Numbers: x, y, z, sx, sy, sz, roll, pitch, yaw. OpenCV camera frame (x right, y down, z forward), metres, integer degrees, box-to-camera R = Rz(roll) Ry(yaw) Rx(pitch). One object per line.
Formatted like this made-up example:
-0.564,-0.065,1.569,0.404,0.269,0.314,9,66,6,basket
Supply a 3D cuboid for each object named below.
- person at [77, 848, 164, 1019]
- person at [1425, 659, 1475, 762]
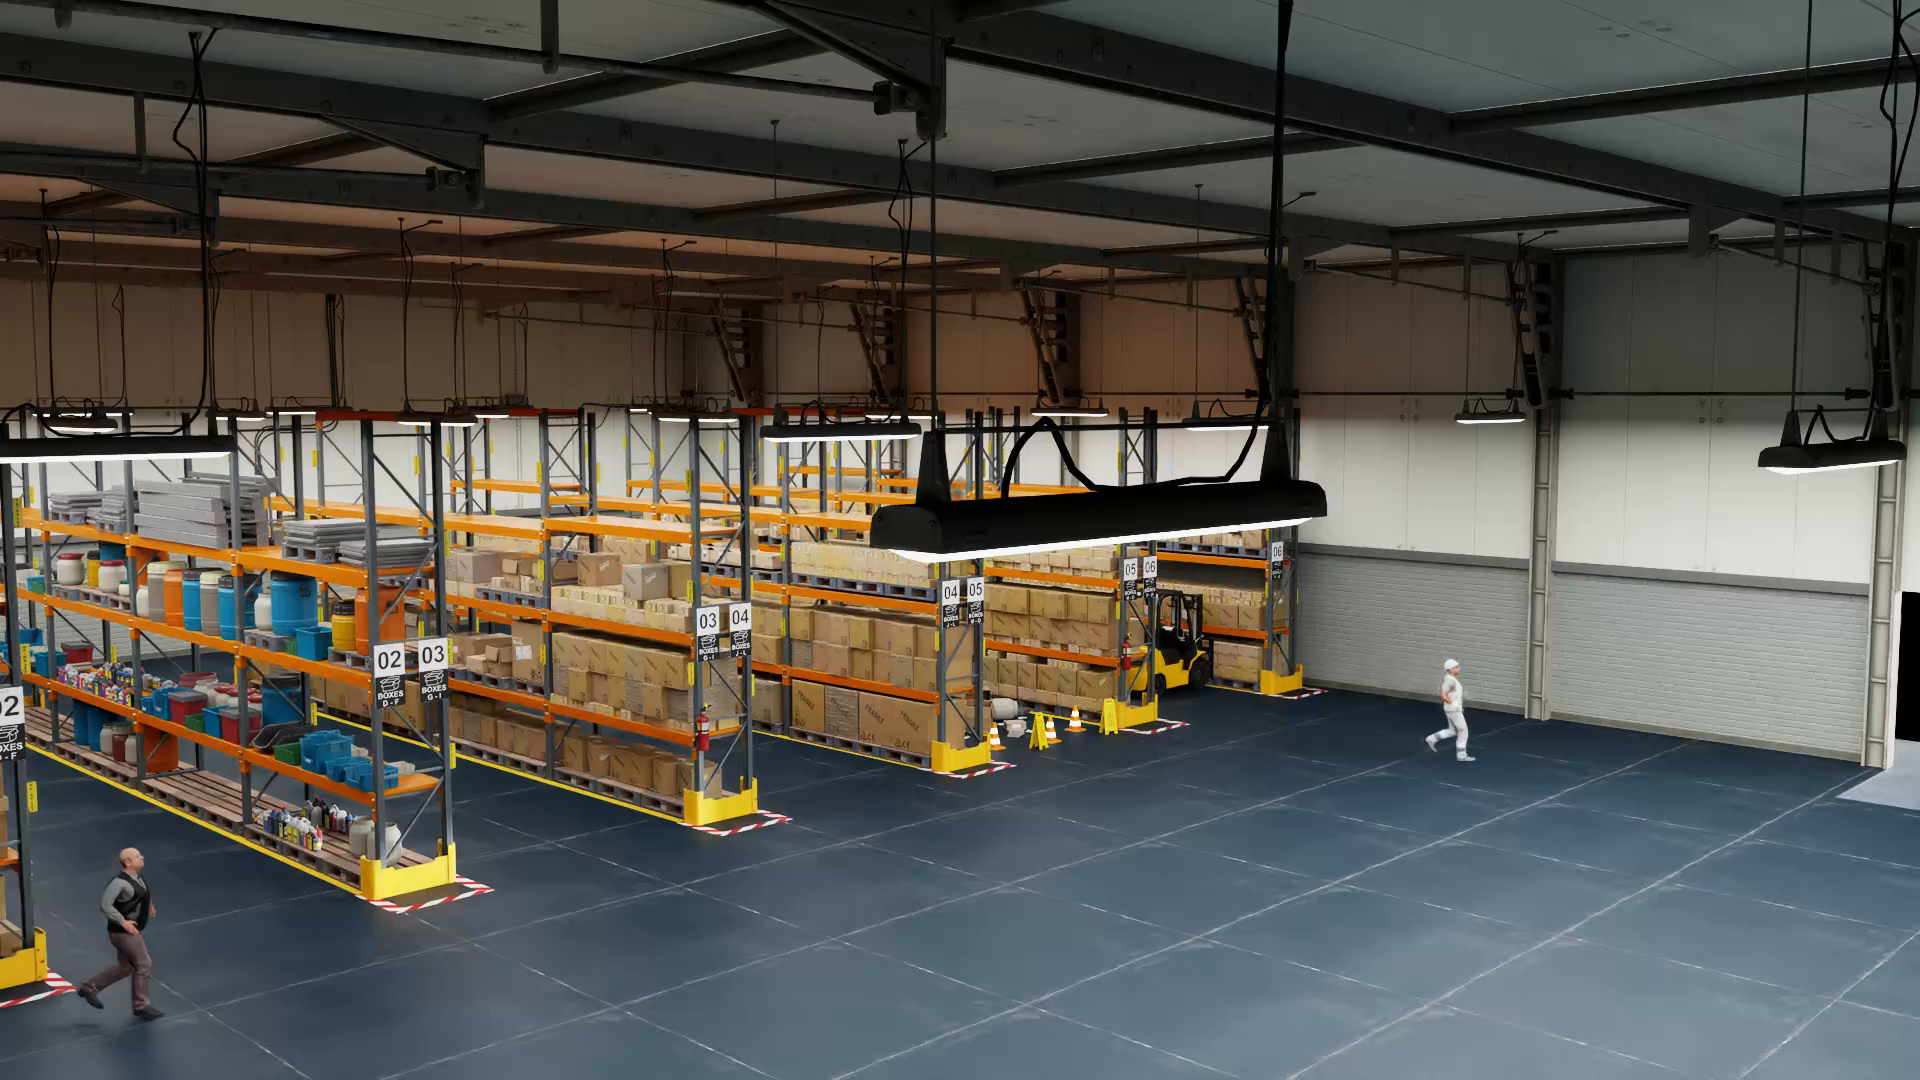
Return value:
-8.527,3.986,16.877,0.820,1.742,0.665,-1,5,-13,person
8.440,2.925,28.586,0.849,1.758,0.668,2,5,17,person
